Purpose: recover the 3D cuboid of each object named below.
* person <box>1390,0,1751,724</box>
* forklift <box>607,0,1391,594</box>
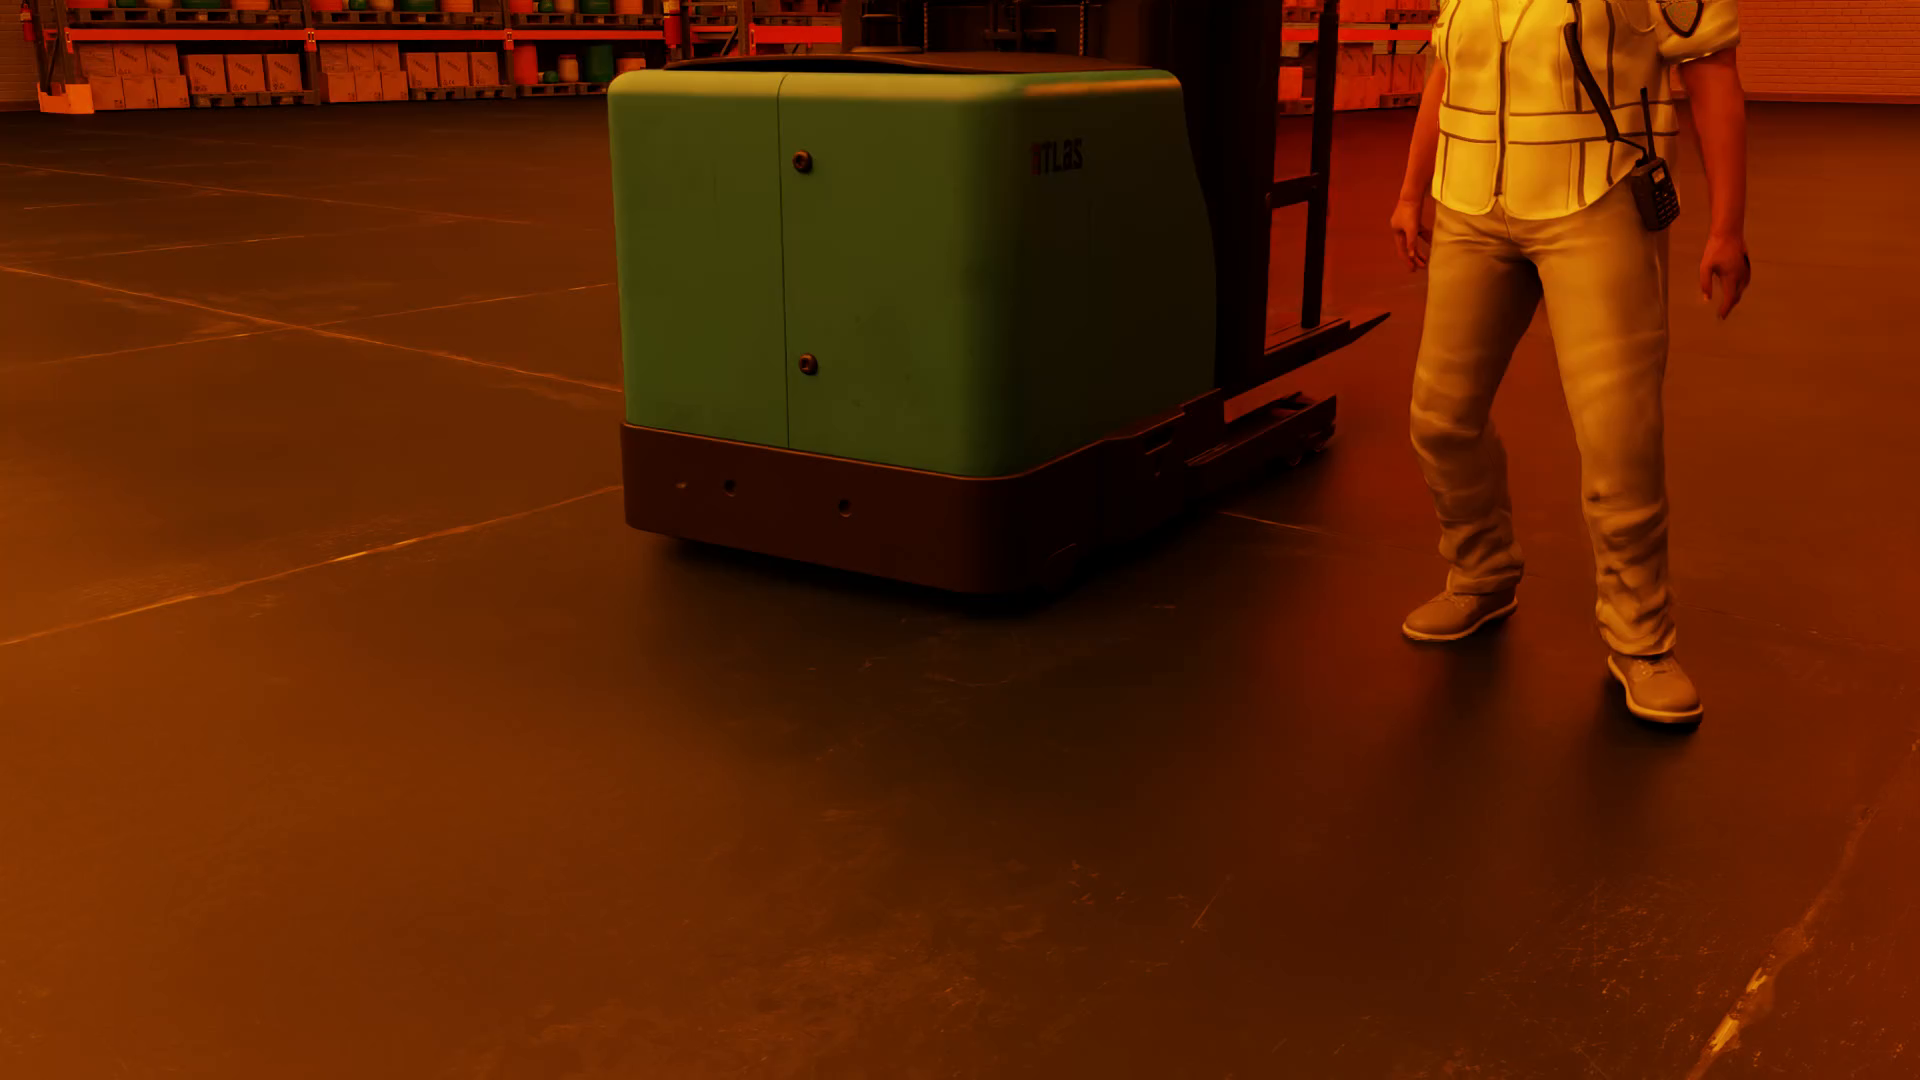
[{"bbox_3d":[1.073,-0.555,2.985,0.470,1.637,0.811,-15,22,-40],"label":"person"},{"bbox_3d":[0.427,-1.667,4.386,1.130,2.935,3.031,10,20,30],"label":"forklift"}]
